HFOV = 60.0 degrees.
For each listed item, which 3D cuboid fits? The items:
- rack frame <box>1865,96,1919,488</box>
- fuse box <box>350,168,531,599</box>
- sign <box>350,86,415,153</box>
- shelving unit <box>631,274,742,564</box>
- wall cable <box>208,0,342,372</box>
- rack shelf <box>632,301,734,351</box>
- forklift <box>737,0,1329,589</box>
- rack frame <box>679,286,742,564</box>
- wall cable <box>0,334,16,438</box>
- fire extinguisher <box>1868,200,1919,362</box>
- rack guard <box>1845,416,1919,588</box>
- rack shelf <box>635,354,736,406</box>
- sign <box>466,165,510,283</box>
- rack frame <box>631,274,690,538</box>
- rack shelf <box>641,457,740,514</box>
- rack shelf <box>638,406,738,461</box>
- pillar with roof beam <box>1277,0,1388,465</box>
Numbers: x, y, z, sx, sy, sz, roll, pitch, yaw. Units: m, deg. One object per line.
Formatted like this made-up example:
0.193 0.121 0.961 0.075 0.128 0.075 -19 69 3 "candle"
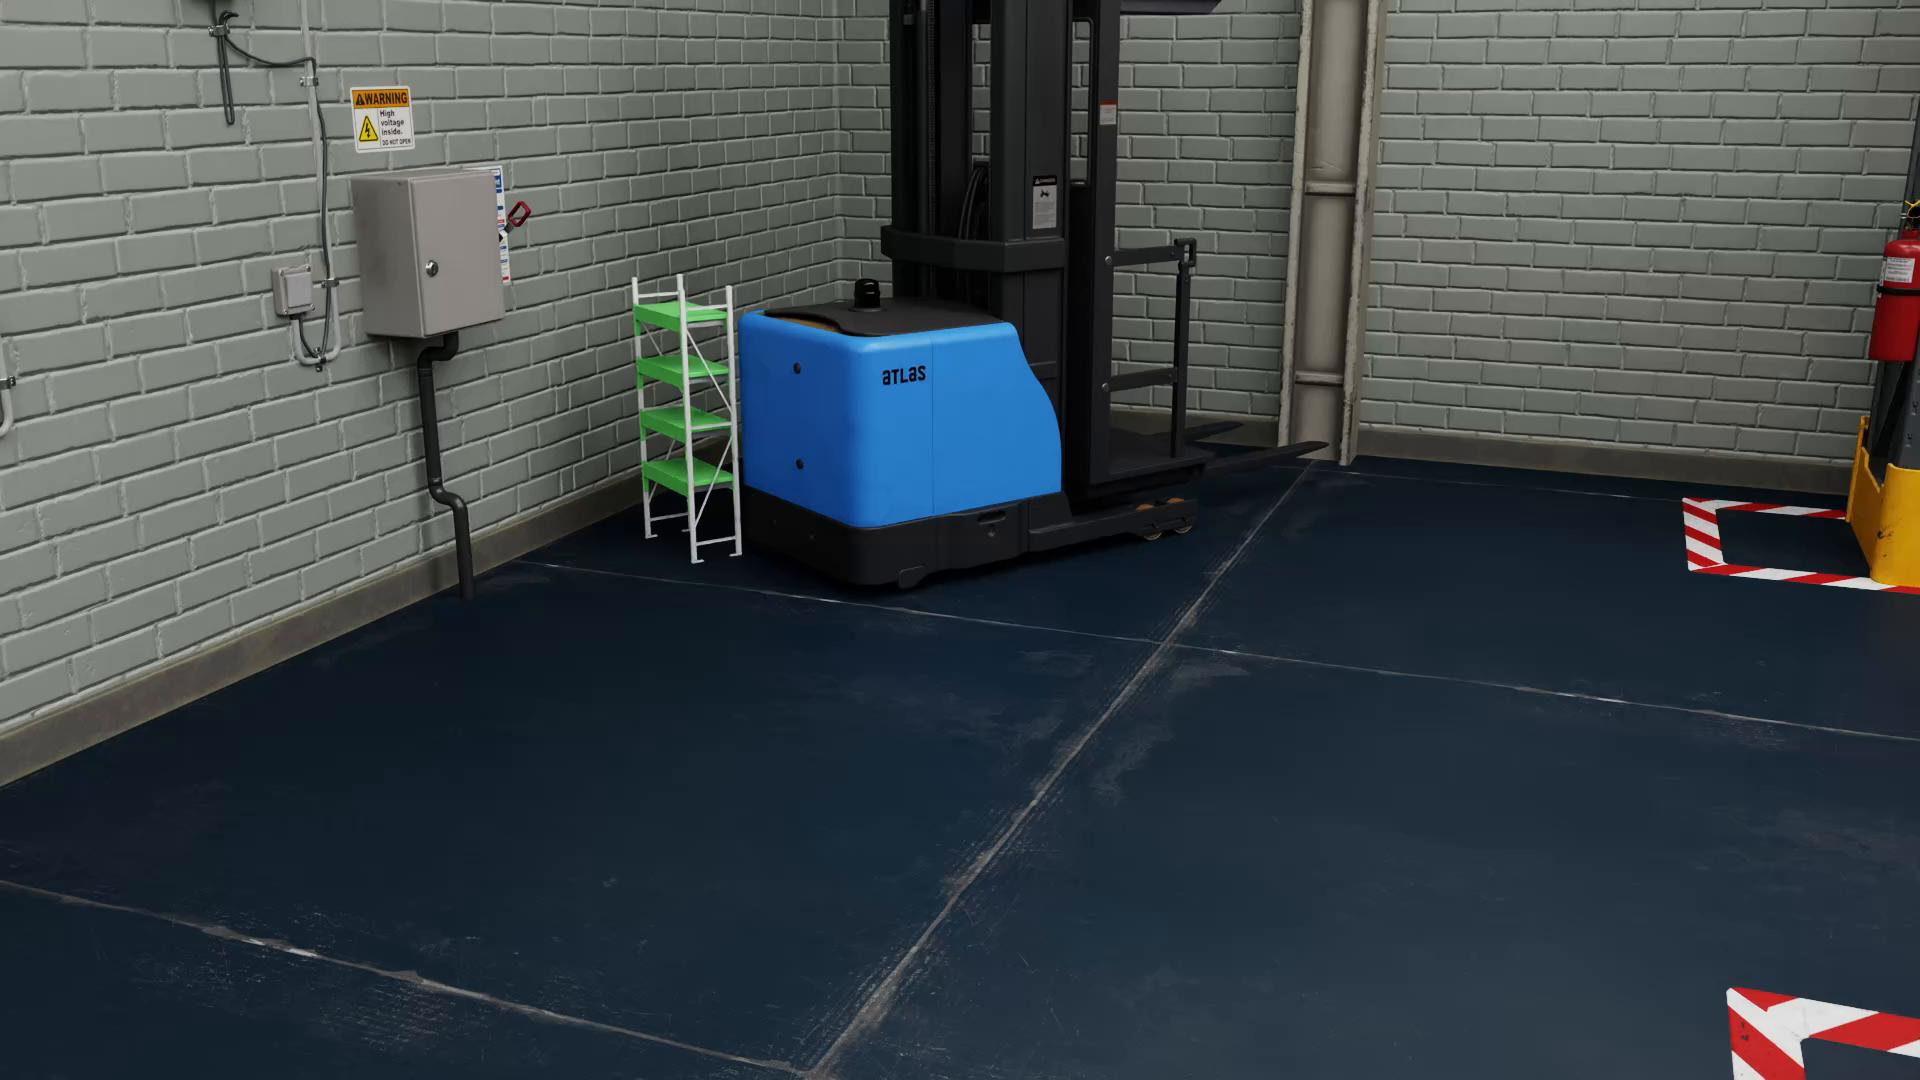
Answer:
4.169 -1.397 7.106 0.127 3.000 1.000 6 17 21 "rack frame"
-1.996 -0.591 6.641 0.414 1.711 0.539 6 17 21 "fuse box"
-2.209 -1.614 6.370 0.001 0.242 0.339 6 17 21 "sign"
-1.218 -0.549 7.412 0.258 1.200 0.503 -11 19 -33 "shelving unit"
-2.393 -1.537 5.766 0.122 1.984 0.588 6 17 21 "wall cable"
-1.218 -0.948 7.296 0.258 0.148 0.480 -11 19 -33 "rack shelf"
0.498 -1.512 7.624 3.031 2.935 1.130 -12 20 -35 "forklift"
-1.080 -0.493 7.218 0.240 1.200 0.015 -11 19 -33 "rack frame"
-2.903 -1.183 4.491 0.123 1.953 0.585 6 17 21 "wall cable"
3.862 -1.076 6.808 0.183 0.674 0.296 6 17 21 "fire extinguisher"
4.240 -0.189 7.428 0.348 0.500 1.175 6 17 21 "rack guard"
-1.218 -0.718 7.363 0.258 0.148 0.480 -11 19 -33 "rack shelf"
-2.008 -1.314 6.989 0.001 0.494 0.329 6 17 21 "sign"
-1.355 -0.605 7.605 0.240 1.200 0.015 -11 19 -33 "rack frame"
-1.218 -0.257 7.497 0.258 0.148 0.480 -11 19 -33 "rack shelf"
-1.218 -0.487 7.430 0.258 0.148 0.480 -11 19 -33 "rack shelf"
0.412 -3.671 4.179 0.400 9.000 9.100 6 17 21 "pillar with roof beam"
